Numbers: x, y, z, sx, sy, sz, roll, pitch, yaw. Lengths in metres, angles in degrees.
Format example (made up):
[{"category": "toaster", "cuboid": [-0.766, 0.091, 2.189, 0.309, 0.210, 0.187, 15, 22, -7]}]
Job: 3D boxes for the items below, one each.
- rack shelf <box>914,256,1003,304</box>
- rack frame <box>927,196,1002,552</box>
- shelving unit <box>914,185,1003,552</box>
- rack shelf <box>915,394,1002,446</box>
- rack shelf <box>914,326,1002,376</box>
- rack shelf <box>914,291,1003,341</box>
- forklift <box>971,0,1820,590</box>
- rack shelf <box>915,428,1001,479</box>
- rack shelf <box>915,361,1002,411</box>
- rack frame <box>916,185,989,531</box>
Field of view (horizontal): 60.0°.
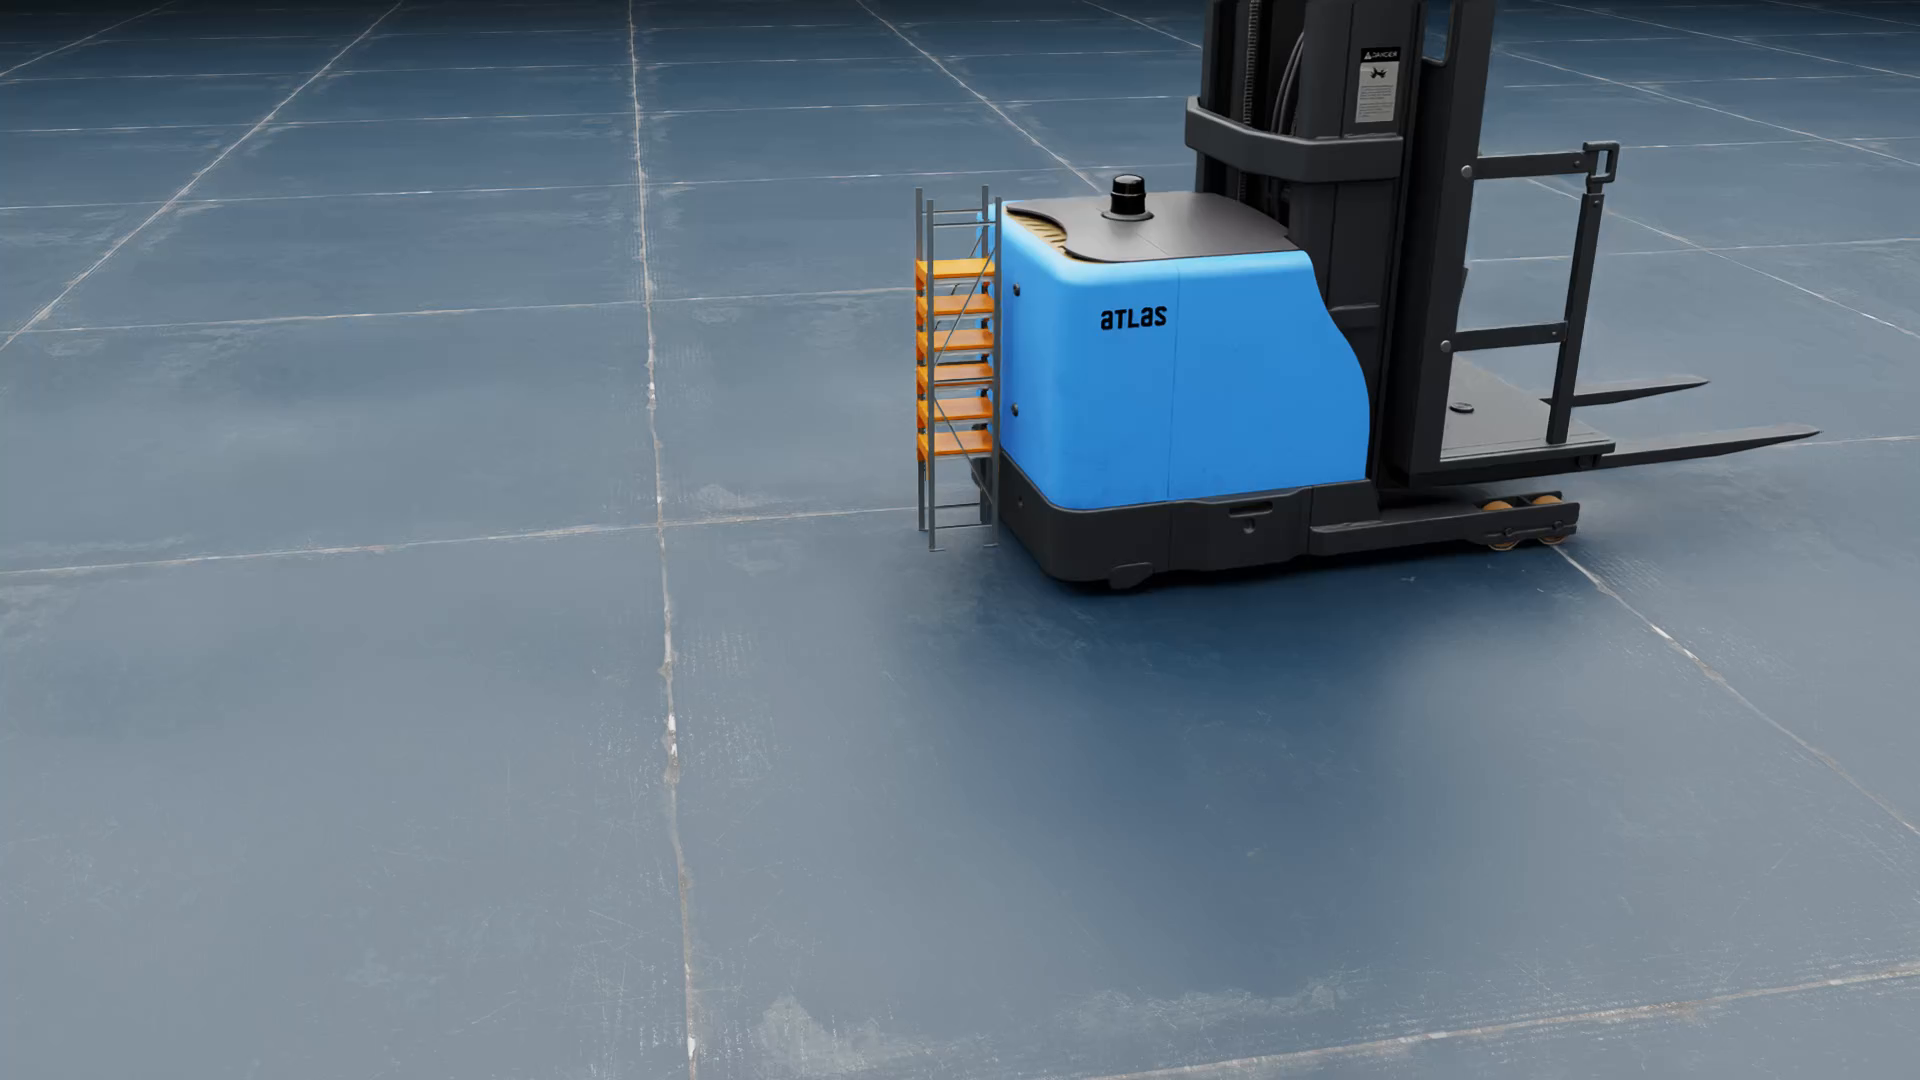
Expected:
[{"category": "rack shelf", "cuboid": [-0.006, -0.845, 5.396, 0.258, 0.103, 0.180, -5, 24, -11]}, {"category": "rack frame", "cuboid": [0.013, -0.520, 5.440, 0.240, 1.200, 0.006, -5, 24, -11]}, {"category": "shelving unit", "cuboid": [-0.007, -0.555, 5.522, 0.258, 1.200, 0.189, -5, 24, -11]}, {"category": "rack shelf", "cuboid": [-0.007, -0.405, 5.587, 0.258, 0.103, 0.180, -5, 24, -11]}, {"category": "rack shelf", "cuboid": [-0.007, -0.625, 5.491, 0.258, 0.103, 0.180, -5, 24, -11]}, {"category": "rack shelf", "cuboid": [-0.006, -0.735, 5.444, 0.258, 0.103, 0.180, -5, 24, -11]}, {"category": "forklift", "cuboid": [1.617, -1.502, 5.526, 3.031, 2.935, 1.130, -6, 24, -15]}, {"category": "rack shelf", "cuboid": [-0.007, -0.295, 5.635, 0.258, 0.103, 0.180, -5, 24, -11]}, {"category": "rack shelf", "cuboid": [-0.007, -0.515, 5.539, 0.258, 0.103, 0.180, -5, 24, -11]}, {"category": "rack frame", "cuboid": [-0.026, -0.591, 5.604, 0.240, 1.200, 0.006, -5, 24, -11]}]
